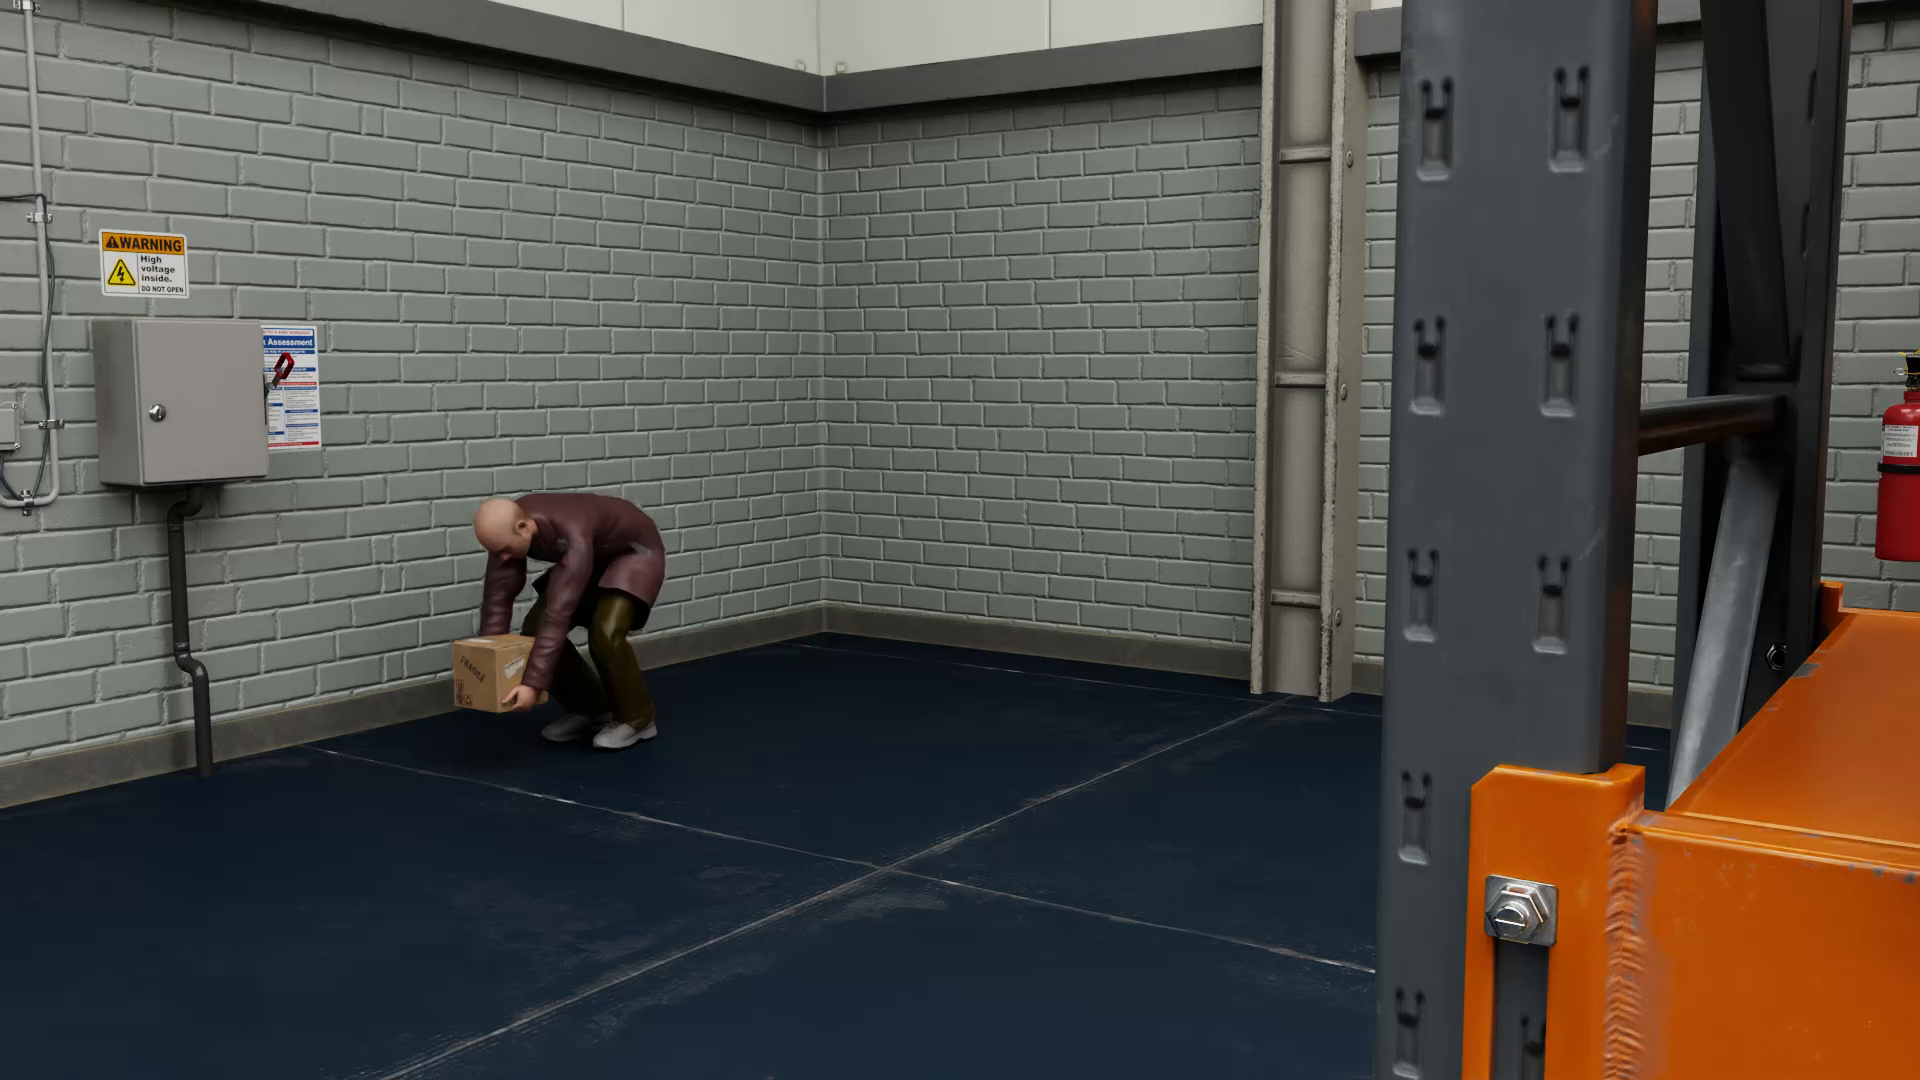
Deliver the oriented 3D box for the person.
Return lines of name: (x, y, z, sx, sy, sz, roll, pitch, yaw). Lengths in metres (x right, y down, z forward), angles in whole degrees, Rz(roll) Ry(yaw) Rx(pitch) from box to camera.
person: (-1.582, 0.189, 6.634, 0.566, 1.323, 0.890, 4, 7, 32)
